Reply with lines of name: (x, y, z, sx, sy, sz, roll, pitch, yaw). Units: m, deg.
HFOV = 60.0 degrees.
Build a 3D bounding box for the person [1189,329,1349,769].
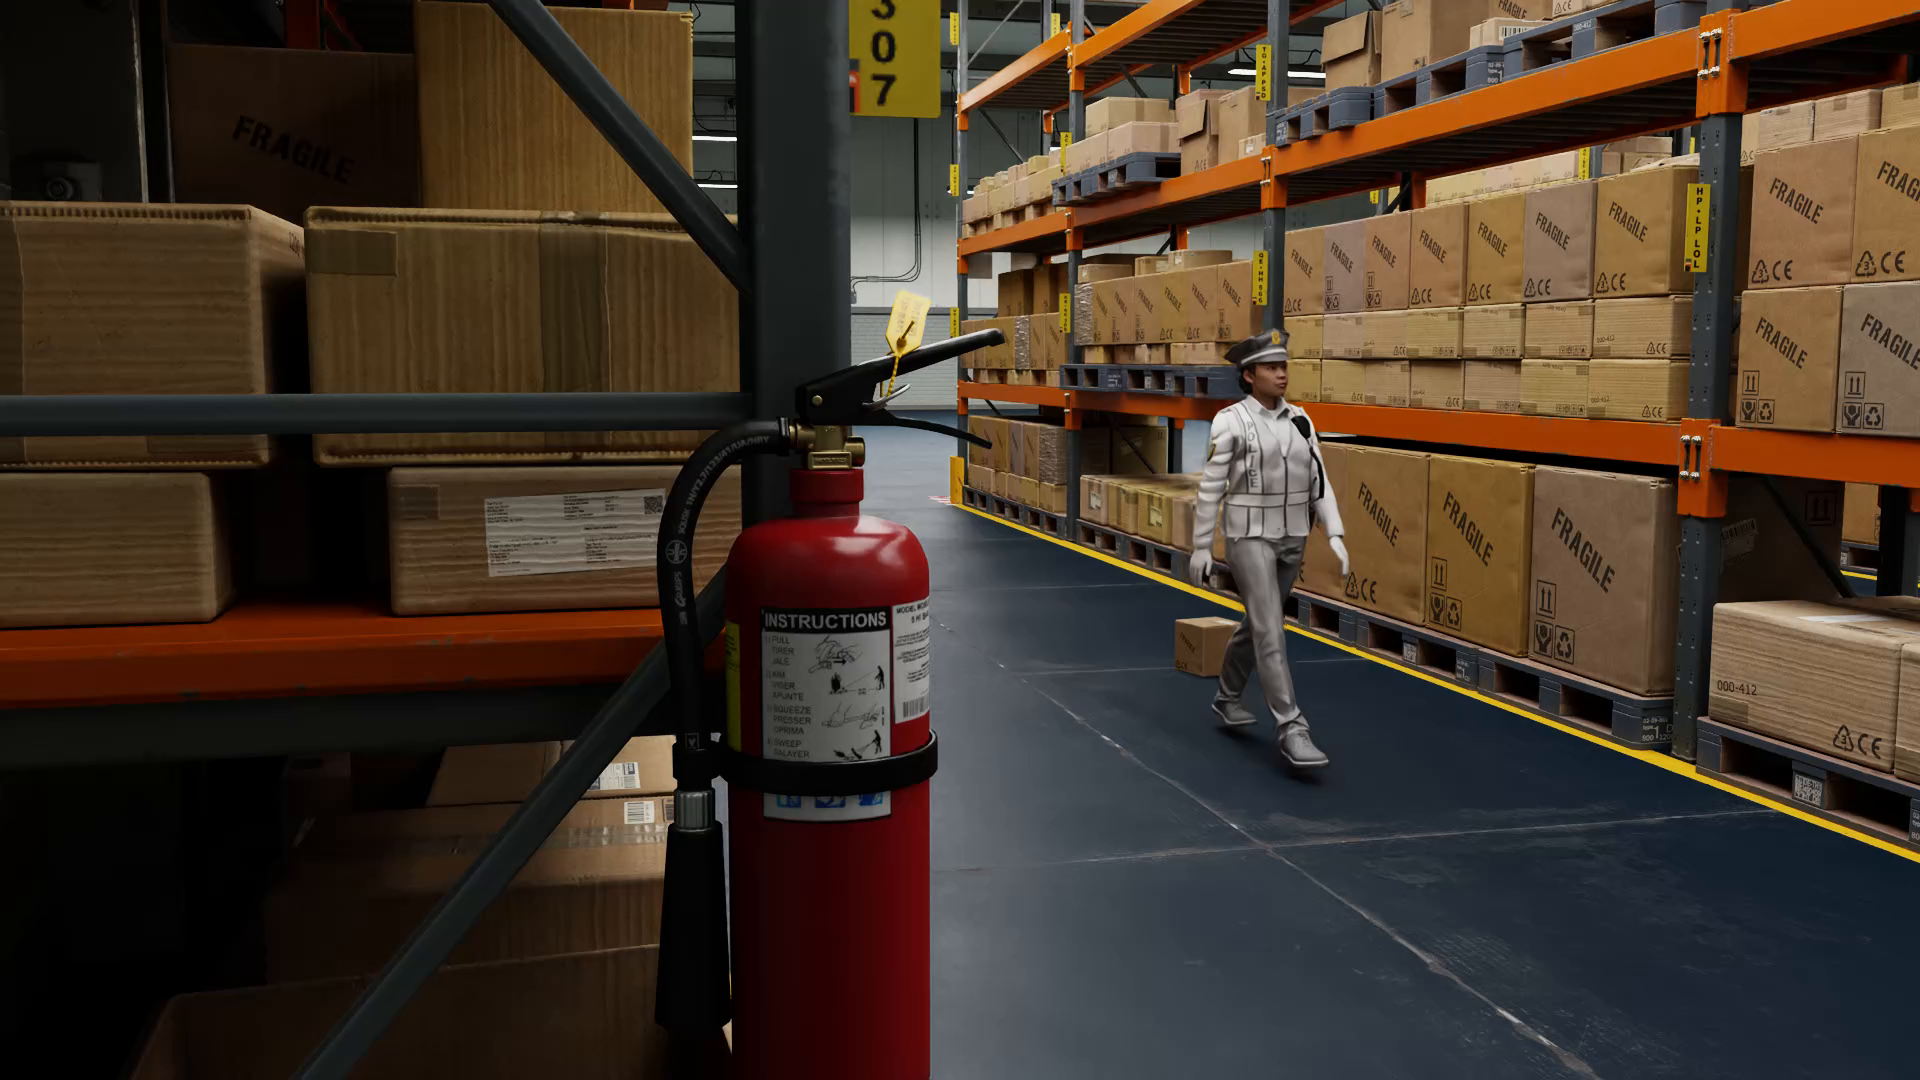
person: (1.245, -0.006, 6.489, 0.515, 1.625, 1.012, -3, 7, -26)
